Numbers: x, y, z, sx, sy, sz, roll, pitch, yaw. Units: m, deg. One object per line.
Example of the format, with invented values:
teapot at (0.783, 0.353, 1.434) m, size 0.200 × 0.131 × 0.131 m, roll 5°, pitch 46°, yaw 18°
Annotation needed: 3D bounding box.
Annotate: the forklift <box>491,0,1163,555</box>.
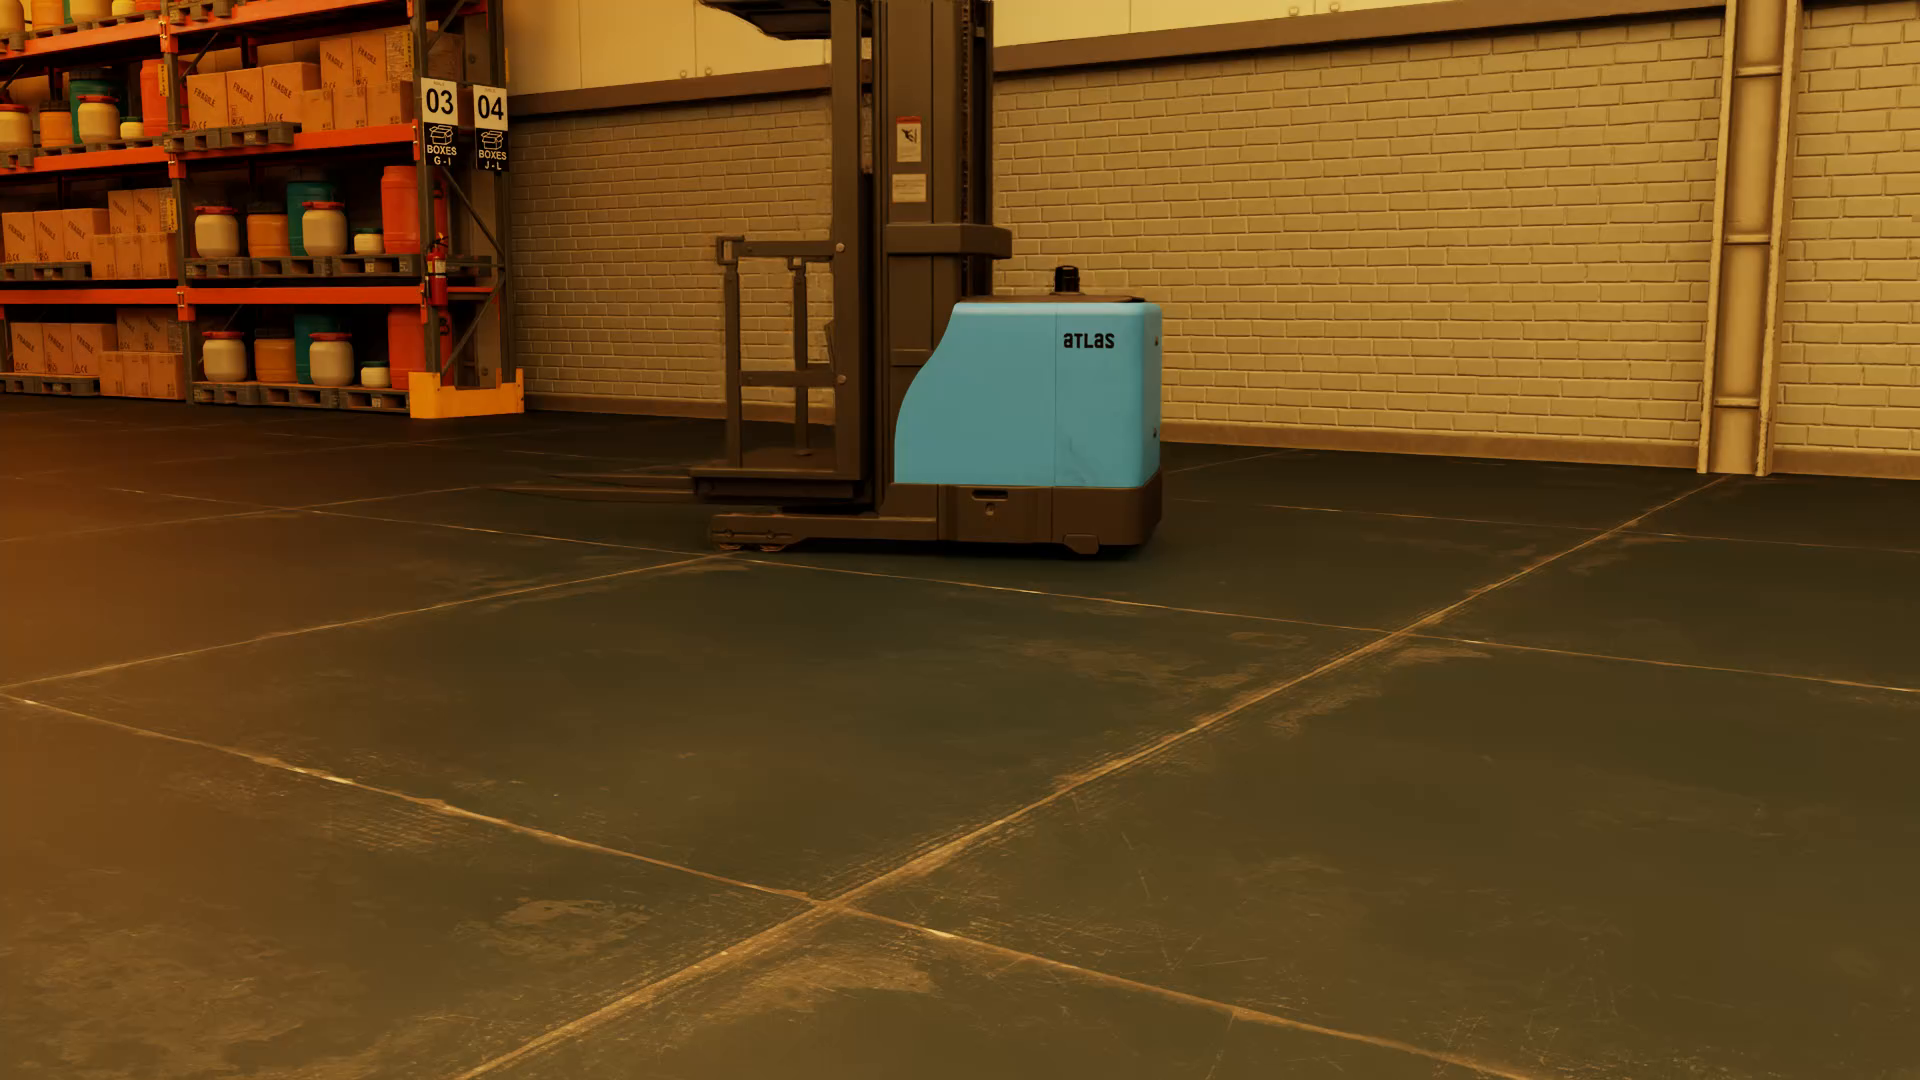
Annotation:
forklift at (-0.620, -1.469, 7.525) m, size 3.031 × 2.935 × 1.130 m, roll 2°, pitch 8°, yaw 12°
